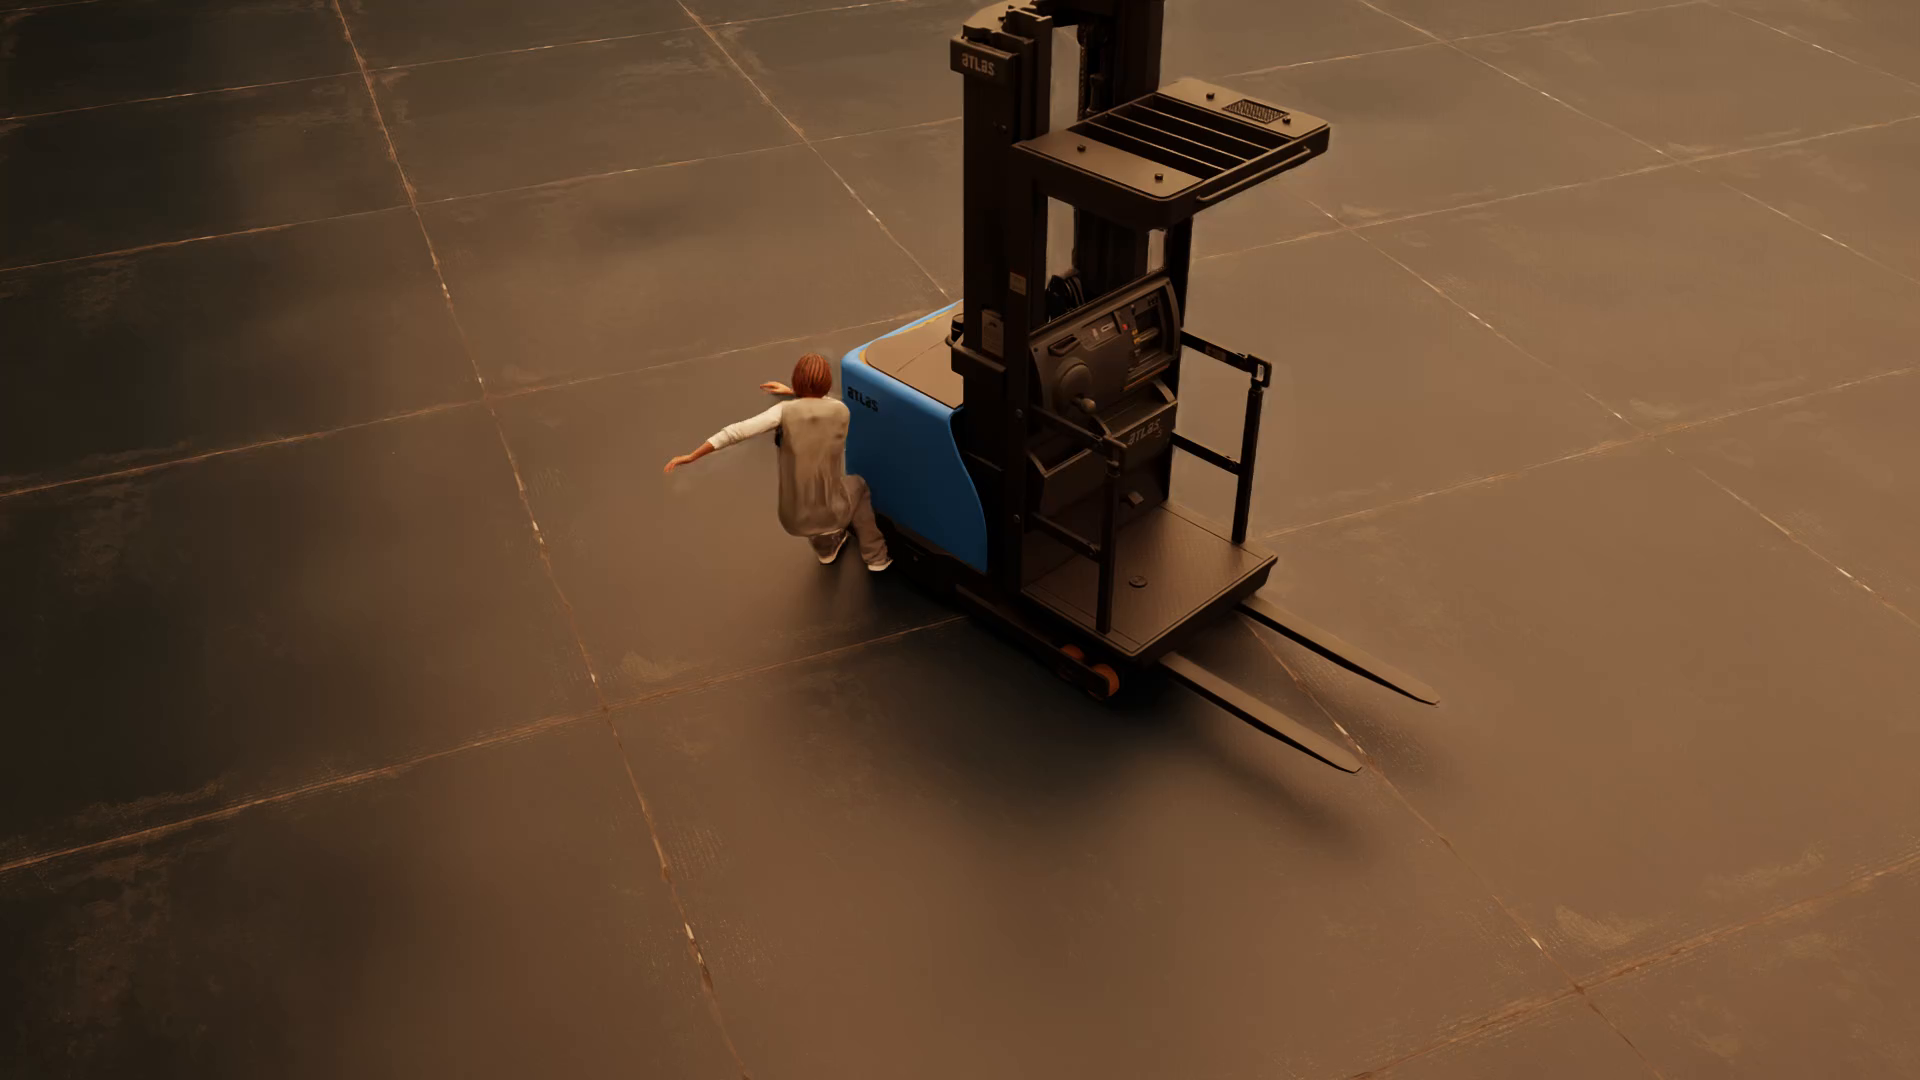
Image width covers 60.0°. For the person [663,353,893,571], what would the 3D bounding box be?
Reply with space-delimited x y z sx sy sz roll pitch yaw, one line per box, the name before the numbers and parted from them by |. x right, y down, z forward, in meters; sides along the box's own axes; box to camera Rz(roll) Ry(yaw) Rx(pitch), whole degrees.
person | -0.841 -0.270 7.935 1.127 1.300 0.747 -7 36 -10

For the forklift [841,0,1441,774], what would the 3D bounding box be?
forklift | 0.801 -0.805 7.231 1.130 2.935 3.031 -30 45 -35
